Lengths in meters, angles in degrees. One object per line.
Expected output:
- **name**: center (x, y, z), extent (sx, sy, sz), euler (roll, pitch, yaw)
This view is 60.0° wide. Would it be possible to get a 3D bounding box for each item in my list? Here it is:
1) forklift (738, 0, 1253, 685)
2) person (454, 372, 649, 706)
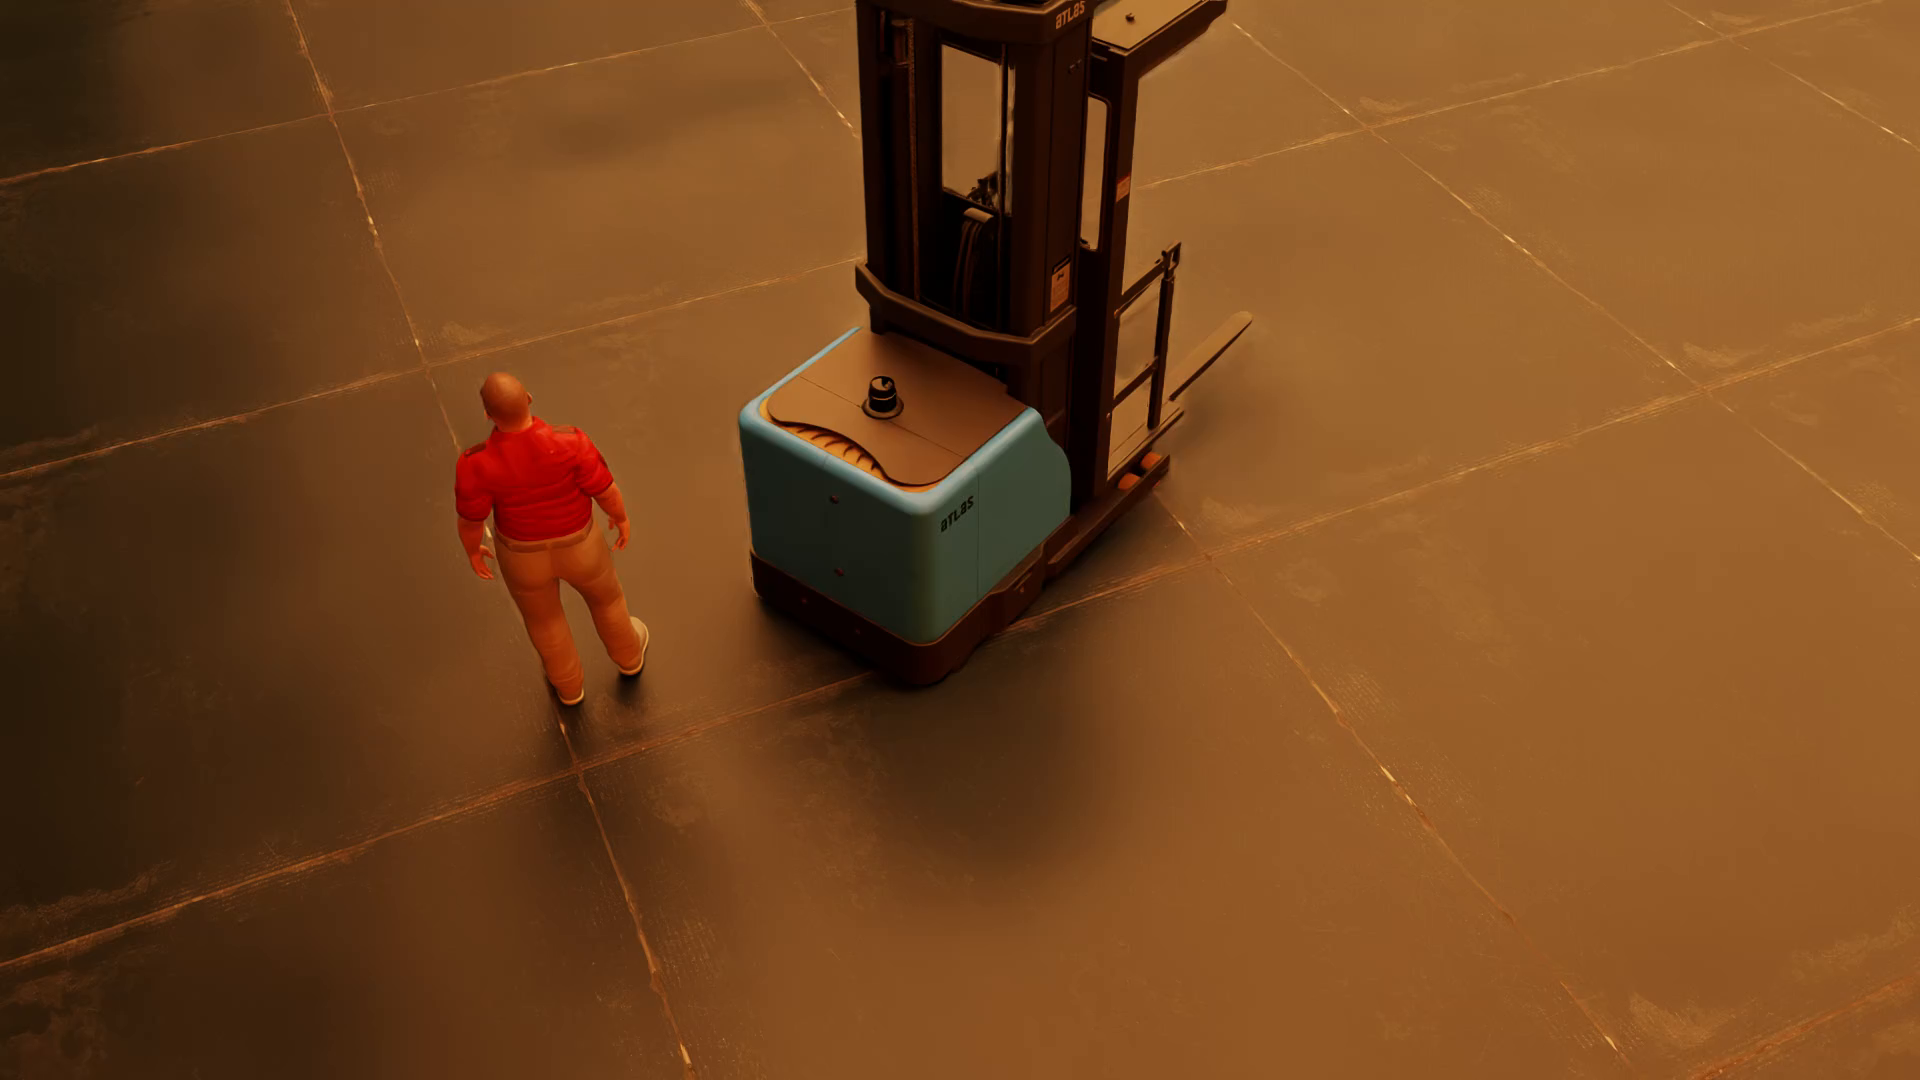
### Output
- **forklift**: center (0.363, -1.413, 7.194), extent (1.130, 2.935, 3.031), euler (28, 50, 26)
- **person**: center (-1.635, -0.035, 6.592), extent (0.640, 1.730, 0.528), euler (-12, 44, -12)
